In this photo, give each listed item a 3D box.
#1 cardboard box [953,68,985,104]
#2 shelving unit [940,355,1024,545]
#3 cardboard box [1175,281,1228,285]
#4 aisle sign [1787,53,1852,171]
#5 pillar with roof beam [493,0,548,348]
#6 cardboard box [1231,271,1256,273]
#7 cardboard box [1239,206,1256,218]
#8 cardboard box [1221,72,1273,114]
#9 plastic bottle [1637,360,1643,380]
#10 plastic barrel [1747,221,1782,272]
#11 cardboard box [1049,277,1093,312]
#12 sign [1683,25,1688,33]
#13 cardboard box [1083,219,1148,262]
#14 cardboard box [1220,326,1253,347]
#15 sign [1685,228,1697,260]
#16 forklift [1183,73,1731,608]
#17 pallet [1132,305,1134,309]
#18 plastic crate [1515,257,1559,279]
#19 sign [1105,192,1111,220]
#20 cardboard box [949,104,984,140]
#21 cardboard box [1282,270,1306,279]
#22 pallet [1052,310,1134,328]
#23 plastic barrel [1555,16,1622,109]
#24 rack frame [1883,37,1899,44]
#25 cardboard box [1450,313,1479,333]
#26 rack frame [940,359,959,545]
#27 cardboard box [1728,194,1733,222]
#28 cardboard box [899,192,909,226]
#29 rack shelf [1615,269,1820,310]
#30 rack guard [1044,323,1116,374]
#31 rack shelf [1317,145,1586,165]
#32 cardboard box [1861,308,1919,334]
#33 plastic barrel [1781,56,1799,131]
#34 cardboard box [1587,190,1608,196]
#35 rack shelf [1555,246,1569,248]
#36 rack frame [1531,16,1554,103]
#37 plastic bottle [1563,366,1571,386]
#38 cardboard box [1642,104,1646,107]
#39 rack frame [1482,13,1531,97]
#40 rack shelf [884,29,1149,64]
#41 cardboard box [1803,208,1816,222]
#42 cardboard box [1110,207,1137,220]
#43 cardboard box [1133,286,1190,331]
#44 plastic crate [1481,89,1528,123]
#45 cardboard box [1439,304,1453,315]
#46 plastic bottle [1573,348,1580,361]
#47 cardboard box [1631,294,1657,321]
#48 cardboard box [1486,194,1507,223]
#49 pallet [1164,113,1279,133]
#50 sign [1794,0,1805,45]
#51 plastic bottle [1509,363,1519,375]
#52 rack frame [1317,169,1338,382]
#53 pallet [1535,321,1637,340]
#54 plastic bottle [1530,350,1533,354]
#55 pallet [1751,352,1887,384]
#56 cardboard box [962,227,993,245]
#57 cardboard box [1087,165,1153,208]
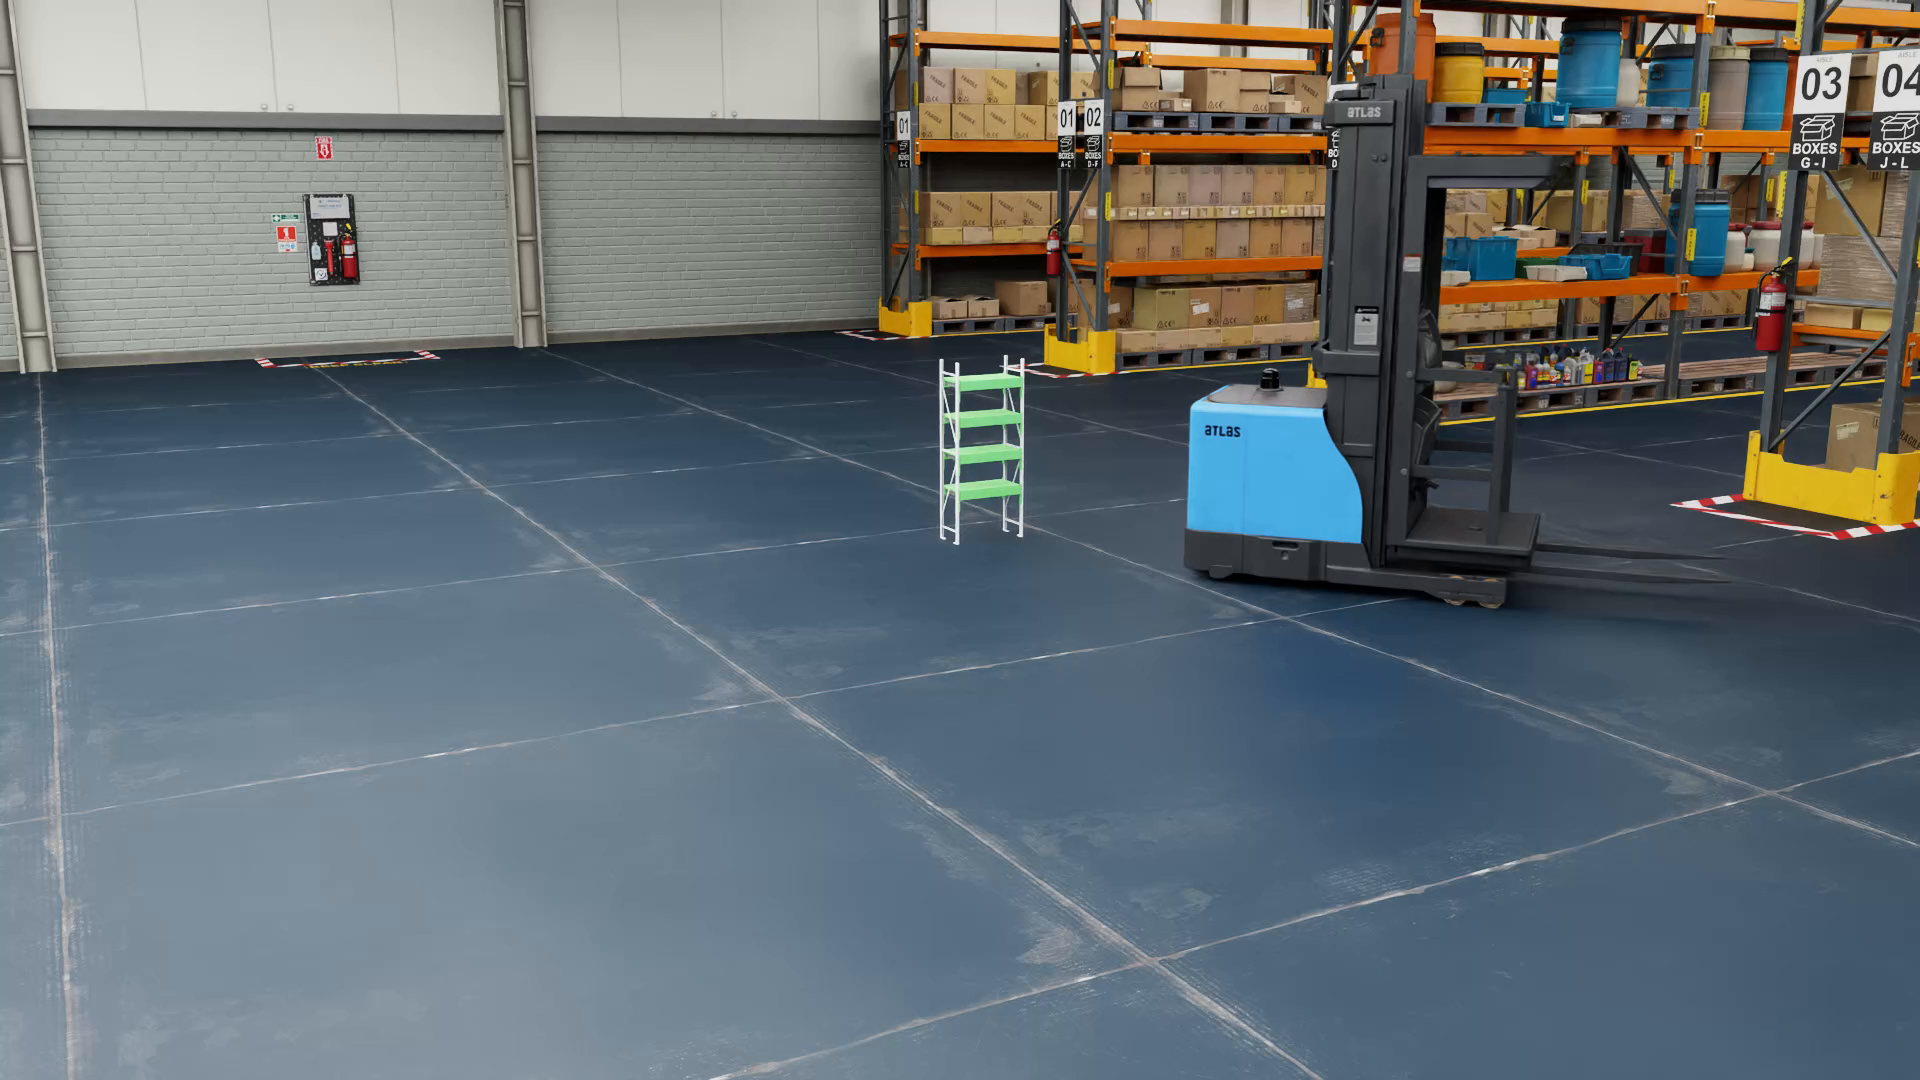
[{"bbox_3d":[0.032,-6.590,24.179,0.500,0.500,0.500,-7,14,-29],"label":"cardboard box"},{"bbox_3d":[0.145,-0.603,11.055,0.503,1.200,0.258,-7,14,-28],"label":"shelving unit"},{"bbox_3d":[3.128,-3.093,21.620,0.500,0.500,0.500,-7,14,-28],"label":"cardboard box"},{"bbox_3d":[6.035,-3.000,11.686,0.004,0.787,0.394,-7,14,-28],"label":"aisle sign"},{"bbox_3d":[-3.891,-6.250,18.386,0.400,9.000,9.100,-7,14,-28],"label":"pillar with roof beam"},{"bbox_3d":[4.548,-4.558,27.513,0.500,0.250,0.500,-7,14,-28],"label":"cardboard box"},{"bbox_3d":[3.518,-4.144,20.986,0.250,0.149,0.380,-6,14,-26],"label":"cardboard box"},{"bbox_3d":[3.495,-5.649,21.034,0.637,0.503,0.797,-5,14,-22],"label":"cardboard box"},{"bbox_3d":[7.201,-1.807,17.677,0.097,0.201,0.097,0,13,0],"label":"plastic bottle"},{"bbox_3d":[8.959,-3.257,18.442,0.433,0.535,0.433,0,13,0],"label":"plastic barrel"},{"bbox_3d":[1.732,-3.843,26.045,0.500,0.500,0.500,-8,15,-32],"label":"cardboard box"},{"bbox_3d":[13.404,-9.542,30.706,0.005,0.325,0.100,-7,14,-28],"label":"sign"},{"bbox_3d":[1.905,-3.685,20.424,0.500,0.500,0.700,-7,14,-28],"label":"cardboard box"},{"bbox_3d":[3.384,-2.624,21.244,0.500,0.250,0.500,-7,14,-28],"label":"cardboard box"},{"bbox_3d":[7.625,-3.083,17.348,0.005,0.325,0.100,-7,14,-28],"label":"sign"},{"bbox_3d":[2.926,-1.175,9.656,3.031,2.935,1.130,5,14,21],"label":"forklift"},{"bbox_3d":[3.306,-3.687,27.010,1.213,0.211,1.003,-7,14,-28],"label":"pallet"},{"bbox_3d":[6.044,-2.864,17.485,0.662,0.188,0.450,-7,14,-28],"label":"plastic crate"},{"bbox_3d":[1.750,-3.943,19.646,0.005,0.325,0.100,-7,14,-28],"label":"sign"},{"bbox_3d":[0.015,-6.103,24.289,0.500,0.500,0.500,-6,14,-24],"label":"cardboard box"},{"bbox_3d":[5.528,-4.295,28.053,0.500,0.500,0.700,-7,14,-27],"label":"cardboard box"},{"bbox_3d":[2.051,-3.527,26.300,1.213,0.211,1.003,-7,14,-28],"label":"pallet"},{"bbox_3d":[6.446,-4.884,17.051,0.708,0.901,0.600,-7,14,-28],"label":"plastic barrel"},{"bbox_3d":[15.533,-8.200,27.049,0.127,3.000,1.000,-7,14,-28],"label":"rack frame"},{"bbox_3d":[6.823,-3.031,23.049,0.500,0.250,0.500,-7,14,-27],"label":"cardboard box"},{"bbox_3d":[-0.069,-0.577,10.941,0.015,1.200,0.240,-7,14,-28],"label":"rack frame"},{"bbox_3d":[11.499,-5.099,25.751,0.700,0.500,0.500,11,17,41],"label":"cardboard box"},{"bbox_3d":[-0.575,-4.937,24.803,0.500,0.500,0.500,-7,14,-28],"label":"cardboard box"},{"bbox_3d":[9.126,-2.915,18.869,4.000,0.370,1.077,-7,14,-28],"label":"rack shelf"},{"bbox_3d":[1.468,-2.368,20.491,0.348,0.500,1.175,-7,14,-28],"label":"rack guard"},{"bbox_3d":[6.756,-5.333,22.783,4.000,0.370,1.077,-7,14,-28],"label":"rack shelf"},{"bbox_3d":[6.597,-1.542,11.700,0.250,0.149,0.380,-7,14,-28],"label":"cardboard box"},{"bbox_3d":[9.483,-5.036,18.844,0.708,0.830,0.600,-7,14,-28],"label":"plastic barrel"},{"bbox_3d":[11.407,-6.161,30.970,0.700,0.700,0.980,-8,15,-31],"label":"cardboard box"},{"bbox_3d":[10.267,-4.291,24.982,4.000,0.370,1.077,-7,14,-28],"label":"rack shelf"},{"bbox_3d":[8.511,-7.358,23.309,0.127,3.000,1.000,-7,14,-28],"label":"rack frame"},{"bbox_3d":[6.256,-1.694,17.174,0.097,0.201,0.097,0,13,0],"label":"plastic bottle"},{"bbox_3d":[9.782,-6.104,24.342,0.500,0.500,0.910,-7,14,-28],"label":"cardboard box"},{"bbox_3d":[9.646,-8.733,29.419,0.127,3.000,1.000,-7,14,-28],"label":"rack frame"},{"bbox_3d":[0.868,-7.329,24.824,4.000,0.370,1.077,-7,14,-28],"label":"rack shelf"},{"bbox_3d":[13.048,-4.957,26.074,0.500,0.500,0.500,-7,14,-27],"label":"cardboard box"},{"bbox_3d":[1.937,-3.955,20.145,0.250,0.149,0.380,-7,14,-28],"label":"cardboard box"},{"bbox_3d":[2.505,-2.886,20.697,0.500,0.500,0.500,-7,14,-28],"label":"cardboard box"},{"bbox_3d":[5.389,-4.349,16.806,0.575,0.384,0.392,-7,14,-28],"label":"plastic crate"},{"bbox_3d":[6.378,-3.249,22.745,0.500,0.311,0.500,-7,15,-30],"label":"cardboard box"},{"bbox_3d":[6.662,-1.936,18.065,0.133,0.283,0.061,-7,14,-28],"label":"plastic bottle"},{"bbox_3d":[9.947,-3.527,24.642,0.500,0.500,0.500,-7,14,-29],"label":"cardboard box"},{"bbox_3d":[9.361,-5.913,29.600,0.500,0.500,0.500,-7,15,-29],"label":"cardboard box"},{"bbox_3d":[3.195,-5.209,20.791,1.213,0.211,1.003,-7,14,-28],"label":"pallet"},{"bbox_3d":[5.985,-3.685,11.802,0.005,0.325,0.100,-7,14,-28],"label":"sign"},{"bbox_3d":[5.600,-1.649,16.817,0.097,0.271,0.097,0,13,0],"label":"plastic bottle"},{"bbox_3d":[3.860,-2.635,15.985,0.127,3.000,1.000,-7,14,-28],"label":"rack frame"},{"bbox_3d":[9.185,-3.142,24.591,1.213,0.211,1.003,-7,14,-28],"label":"pallet"},{"bbox_3d":[6.133,-1.911,17.953,0.133,0.283,0.061,-6,14,-25],"label":"plastic bottle"},{"bbox_3d":[10.183,-2.042,19.702,1.213,0.211,1.003,-7,14,-28],"label":"pallet"},{"bbox_3d":[0.142,-4.528,24.694,0.500,0.250,0.500,-7,15,-30],"label":"cardboard box"},{"bbox_3d":[1.952,-4.324,20.307,0.500,0.500,0.700,-7,14,-28],"label":"cardboard box"}]
